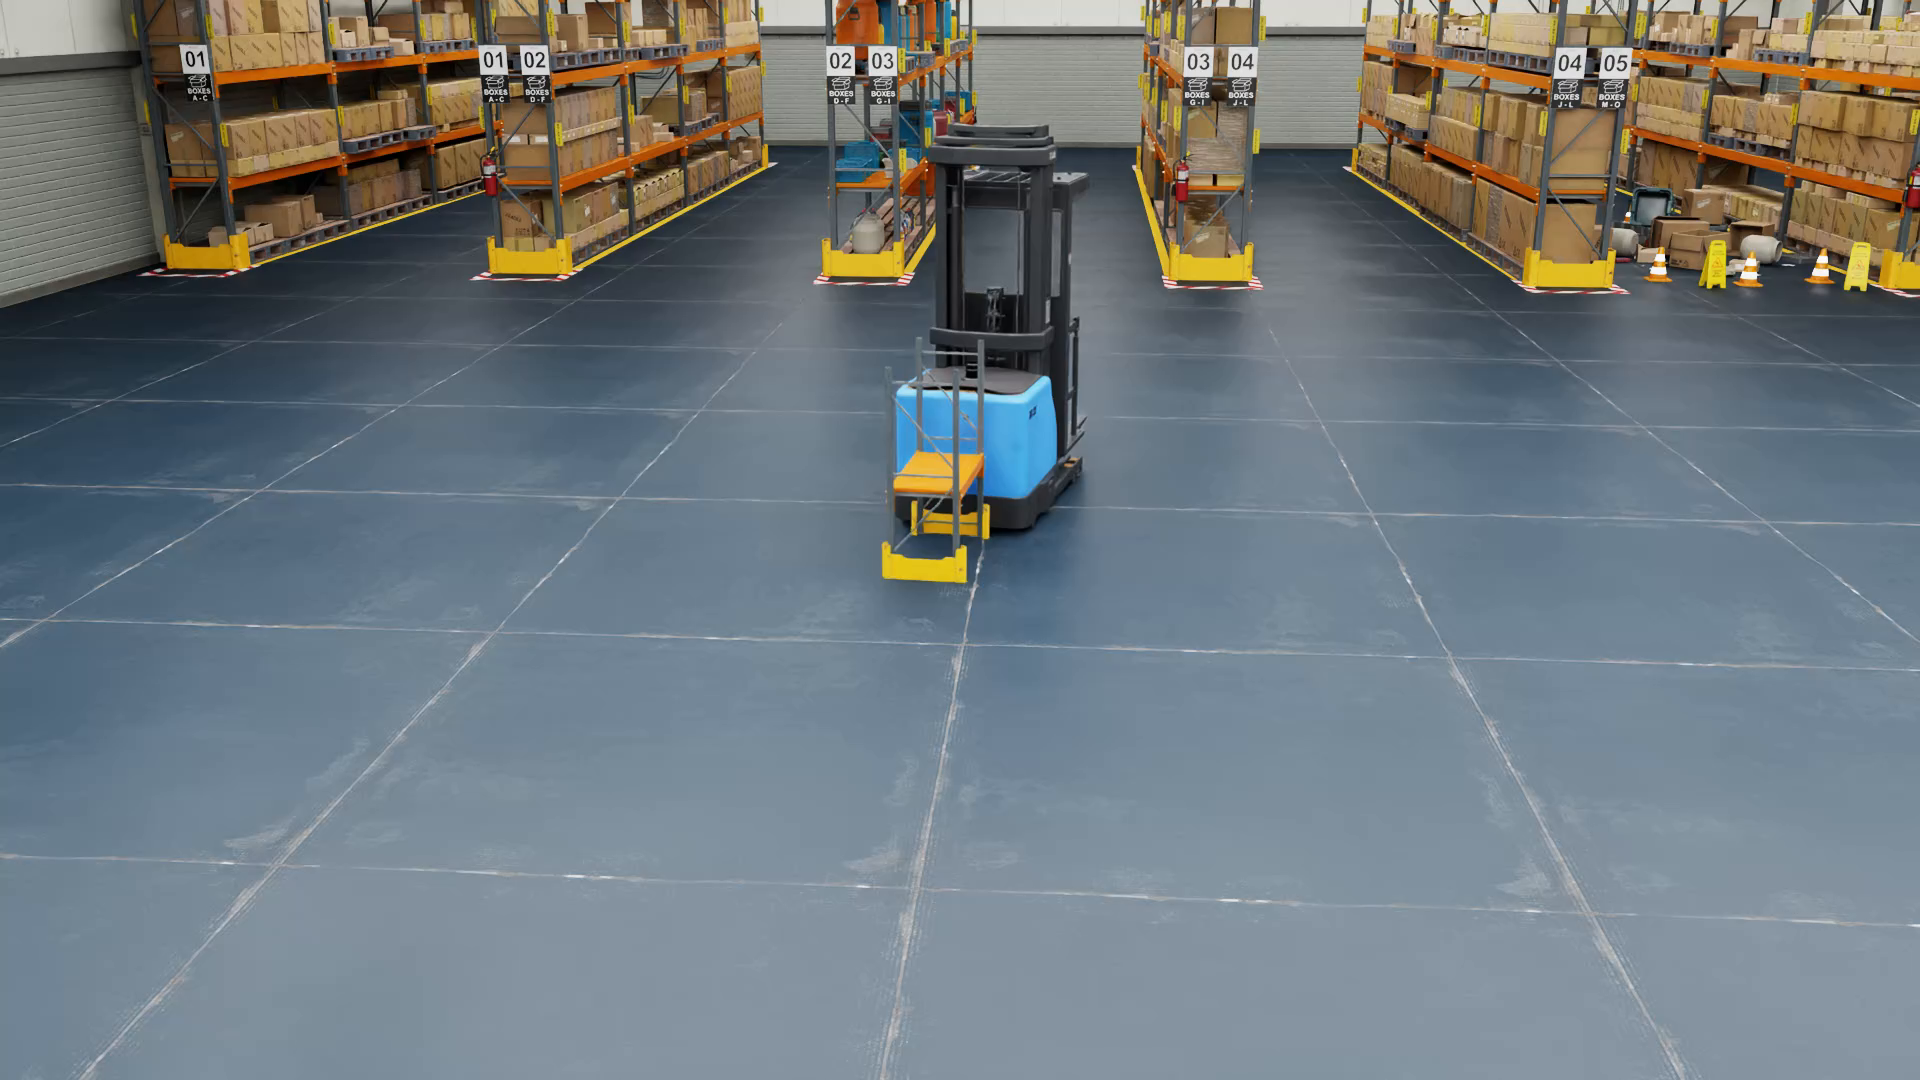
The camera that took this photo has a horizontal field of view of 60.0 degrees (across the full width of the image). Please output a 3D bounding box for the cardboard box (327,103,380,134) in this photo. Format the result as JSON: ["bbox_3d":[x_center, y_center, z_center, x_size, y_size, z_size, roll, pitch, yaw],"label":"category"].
[{"bbox_3d":[-10.821,-7.520,29.689,0.700,0.500,0.500,4,19,11],"label":"cardboard box"}]

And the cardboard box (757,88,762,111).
[{"bbox_3d":[-4.914,-10.247,38.719,0.500,0.500,0.500,2,18,6],"label":"cardboard box"}]

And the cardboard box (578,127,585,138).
[{"bbox_3d":[-5.967,-6.249,25.474,0.380,0.149,0.250,1,18,3],"label":"cardboard box"}]

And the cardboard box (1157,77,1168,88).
[{"bbox_3d":[4.342,-8.993,33.280,0.797,0.503,0.637,1,18,5],"label":"cardboard box"}]

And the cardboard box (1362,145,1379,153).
[{"bbox_3d":[9.245,-8.789,37.378,0.380,0.149,0.250,1,18,4],"label":"cardboard box"}]

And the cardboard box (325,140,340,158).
[{"bbox_3d":[-10.687,-6.512,27.688,0.500,0.250,0.500,1,18,4],"label":"cardboard box"}]

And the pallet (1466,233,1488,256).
[{"bbox_3d":[8.674,-4.694,26.410,1.003,0.211,1.213,1,18,4],"label":"pallet"}]

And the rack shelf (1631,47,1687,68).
[{"bbox_3d":[14.468,-10.364,35.573,1.077,0.370,4.000,1,18,4],"label":"rack shelf"}]

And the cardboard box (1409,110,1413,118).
[{"bbox_3d":[8.708,-8.046,31.412,0.380,0.149,0.250,2,18,5],"label":"cardboard box"}]

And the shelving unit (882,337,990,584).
[{"bbox_3d":[-0.160,-0.591,11.817,0.587,1.500,1.083,3,18,10],"label":"shelving unit"}]

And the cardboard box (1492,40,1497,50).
[{"bbox_3d":[8.425,-7.621,25.615,0.380,0.149,0.250,1,18,4],"label":"cardboard box"}]

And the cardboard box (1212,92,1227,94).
[{"bbox_3d":[4.038,-6.603,25.514,0.500,0.500,0.500,1,18,4],"label":"cardboard box"}]

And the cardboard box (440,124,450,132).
[{"bbox_3d":[-10.283,-8.116,32.745,0.380,0.149,0.250,2,18,6],"label":"cardboard box"}]

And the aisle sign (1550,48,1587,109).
[{"bbox_3d":[8.216,-6.232,22.448,0.394,0.787,0.004,1,18,4],"label":"aisle sign"}]

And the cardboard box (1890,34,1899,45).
[{"bbox_3d":[13.345,-7.041,23.400,0.380,0.149,0.250,1,18,4],"label":"cardboard box"}]

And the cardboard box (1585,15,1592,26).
[{"bbox_3d":[8.898,-7.197,23.042,0.380,0.149,0.250,1,18,3],"label":"cardboard box"}]

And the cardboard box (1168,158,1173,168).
[{"bbox_3d":[3.463,-5.906,26.034,0.380,0.149,0.250,1,18,4],"label":"cardboard box"}]

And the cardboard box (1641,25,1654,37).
[{"bbox_3d":[14.051,-10.473,34.133,0.396,0.266,0.258,2,18,6],"label":"cardboard box"}]

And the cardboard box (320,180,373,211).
[{"bbox_3d":[-10.932,-6.139,29.650,0.700,0.500,0.500,1,18,3],"label":"cardboard box"}]

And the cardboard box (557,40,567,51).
[{"bbox_3d":[-6.040,-7.309,24.600,0.380,0.149,0.250,1,18,4],"label":"cardboard box"}]

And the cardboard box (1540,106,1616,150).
[{"bbox_3d":[8.585,-5.710,23.058,0.875,0.550,0.550,1,18,4],"label":"cardboard box"}]

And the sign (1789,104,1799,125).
[{"bbox_3d":[13.197,-6.736,26.304,0.100,0.325,0.005,1,18,4],"label":"sign"}]

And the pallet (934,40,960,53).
[{"bbox_3d":[-0.537,-9.729,32.783,1.003,0.211,1.213,1,18,4],"label":"pallet"}]

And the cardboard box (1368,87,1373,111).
[{"bbox_3d":[9.299,-9.718,36.624,0.500,0.500,0.500,2,18,5],"label":"cardboard box"}]

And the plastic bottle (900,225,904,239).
[{"bbox_3d":[-0.919,-4.733,25.725,0.097,0.271,0.097,0,18,0],"label":"plastic bottle"}]

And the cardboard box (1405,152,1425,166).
[{"bbox_3d":[8.959,-7.397,32.316,0.500,0.250,0.500,2,18,5],"label":"cardboard box"}]

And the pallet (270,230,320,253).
[{"bbox_3d":[-11.053,-4.813,26.773,1.003,0.211,1.213,1,18,4],"label":"pallet"}]

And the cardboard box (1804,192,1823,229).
[{"bbox_3d":[13.413,-5.080,25.647,0.500,0.500,0.500,2,18,6],"label":"cardboard box"}]

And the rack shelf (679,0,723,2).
[{"bbox_3d":[-5.584,-10.801,32.731,1.077,0.370,4.000,1,18,4],"label":"rack shelf"}]

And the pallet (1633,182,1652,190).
[{"bbox_3d":[14.345,-7.093,33.730,1.003,0.211,1.213,1,18,4],"label":"pallet"}]

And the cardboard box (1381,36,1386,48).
[{"bbox_3d":[9.229,-10.564,35.268,0.500,0.250,0.500,1,18,3],"label":"cardboard box"}]

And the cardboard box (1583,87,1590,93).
[{"bbox_3d":[14.293,-10.282,37.217,0.500,0.500,0.500,1,18,3],"label":"cardboard box"}]

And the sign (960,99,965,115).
[{"bbox_3d":[0.049,-9.110,34.963,0.100,0.325,0.005,1,18,4],"label":"sign"}]

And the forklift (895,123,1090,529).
[{"bbox_3d":[0.407,-1.895,13.500,1.130,2.935,3.031,5,19,15],"label":"forklift"}]

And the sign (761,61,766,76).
[{"bbox_3d":[-4.601,-11.027,38.891,0.100,0.325,0.005,1,18,4],"label":"sign"}]

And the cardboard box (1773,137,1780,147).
[{"bbox_3d":[13.549,-6.502,27.179,0.380,0.149,0.250,1,18,2],"label":"cardboard box"}]

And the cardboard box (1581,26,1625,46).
[{"bbox_3d":[8.811,-6.898,22.769,0.500,0.250,0.500,1,18,4],"label":"cardboard box"}]

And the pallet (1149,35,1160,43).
[{"bbox_3d":[4.509,-10.518,35.029,1.003,0.211,1.213,1,18,4],"label":"pallet"}]

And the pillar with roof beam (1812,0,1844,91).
[{"bbox_3d":[16.361,-13.556,39.343,9.100,9.000,0.400,1,18,4],"label":"pillar with roof beam"}]

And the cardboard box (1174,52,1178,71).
[{"bbox_3d":[3.470,-7.134,24.800,0.500,0.250,0.500,1,18,3],"label":"cardboard box"}]

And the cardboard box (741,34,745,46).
[{"bbox_3d":[-5.049,-11.068,36.808,0.500,0.250,0.500,1,18,4],"label":"cardboard box"}]

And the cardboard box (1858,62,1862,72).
[{"bbox_3d":[13.373,-6.910,24.279,0.380,0.149,0.250,1,18,4],"label":"cardboard box"}]

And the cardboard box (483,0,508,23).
[{"bbox_3d":[-10.051,-11.385,35.735,0.500,0.500,0.500,1,18,3],"label":"cardboard box"}]

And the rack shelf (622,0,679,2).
[{"bbox_3d":[-5.870,-9.558,28.939,1.077,0.370,4.000,1,18,4],"label":"rack shelf"}]

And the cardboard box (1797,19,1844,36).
[{"bbox_3d":[13.666,-8.149,26.421,0.500,0.250,0.500,2,18,5],"label":"cardboard box"}]

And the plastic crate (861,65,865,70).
[{"bbox_3d":[-1.524,-7.281,25.034,0.392,0.384,0.575,1,18,4],"label":"plastic crate"}]

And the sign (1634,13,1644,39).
[{"bbox_3d":[9.073,-6.876,22.241,0.100,0.325,0.005,1,18,4],"label":"sign"}]

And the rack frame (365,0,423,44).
[{"bbox_3d":[-10.668,-10.821,30.995,1.000,3.000,0.127,1,18,4],"label":"rack frame"}]

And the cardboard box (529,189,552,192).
[{"bbox_3d":[-6.465,-5.265,26.209,0.500,0.500,0.500,1,18,4],"label":"cardboard box"}]

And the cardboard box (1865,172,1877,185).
[{"bbox_3d":[13.214,-5.175,23.802,0.380,0.149,0.250,2,18,5],"label":"cardboard box"}]

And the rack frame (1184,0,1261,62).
[{"bbox_3d":[3.580,-8.004,22.400,1.000,3.000,0.127,1,18,4],"label":"rack frame"}]

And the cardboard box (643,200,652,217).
[{"bbox_3d":[-5.700,-5.790,29.016,0.500,0.250,0.500,2,18,5],"label":"cardboard box"}]

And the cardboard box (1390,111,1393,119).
[{"bbox_3d":[8.857,-8.543,33.406,0.380,0.149,0.250,1,18,4],"label":"cardboard box"}]

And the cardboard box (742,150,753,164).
[{"bbox_3d":[-5.045,-8.779,38.107,0.500,0.250,0.500,1,18,4],"label":"cardboard box"}]

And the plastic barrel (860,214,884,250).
[{"bbox_3d":[-1.353,-4.643,25.097,0.421,0.512,0.421,0,18,0],"label":"plastic barrel"}]

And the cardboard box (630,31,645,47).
[{"bbox_3d":[-5.816,-8.764,29.102,0.500,0.250,0.500,0,18,-1],"label":"cardboard box"}]
